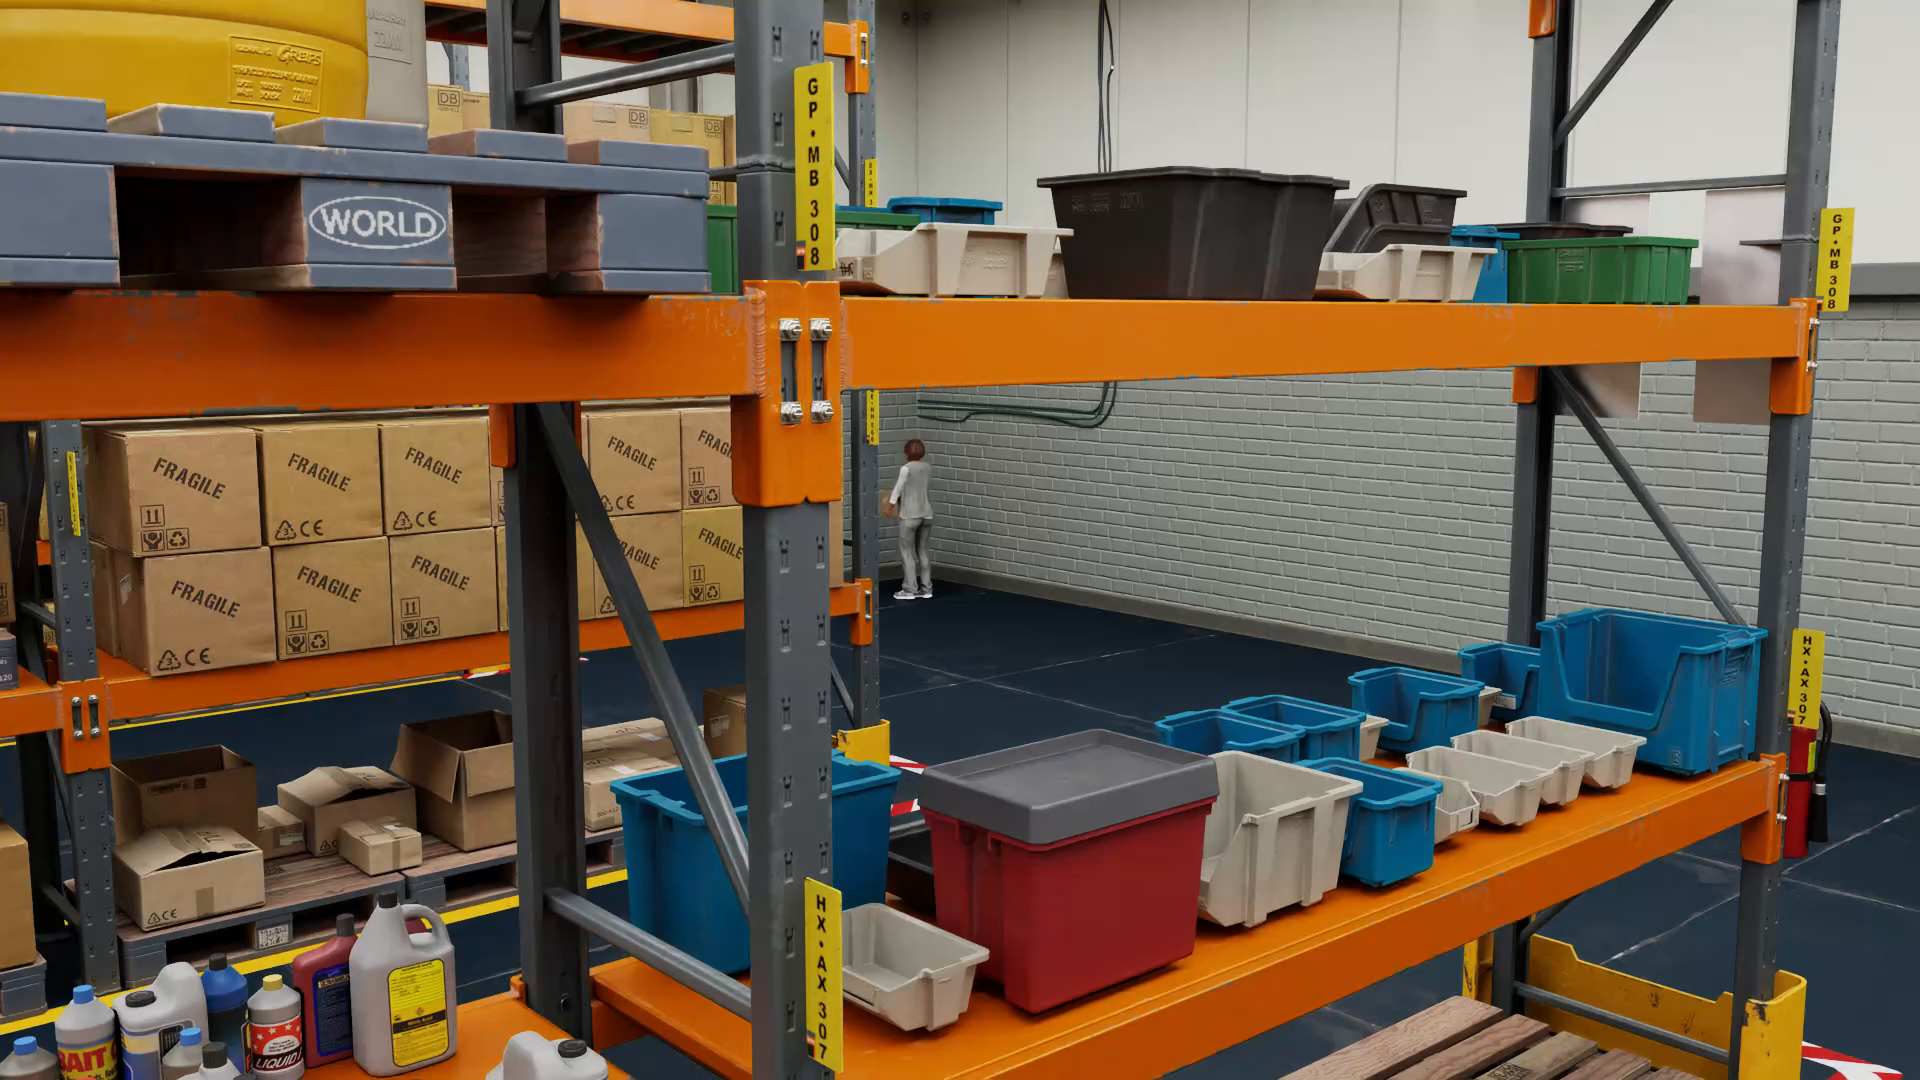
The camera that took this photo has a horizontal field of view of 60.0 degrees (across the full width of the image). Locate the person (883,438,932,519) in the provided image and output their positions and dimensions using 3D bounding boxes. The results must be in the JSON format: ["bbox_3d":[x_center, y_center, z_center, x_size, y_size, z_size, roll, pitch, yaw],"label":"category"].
[{"bbox_3d":[-0.501,-0.610,16.382,0.375,0.797,0.492,-7,10,-41],"label":"person"}]
